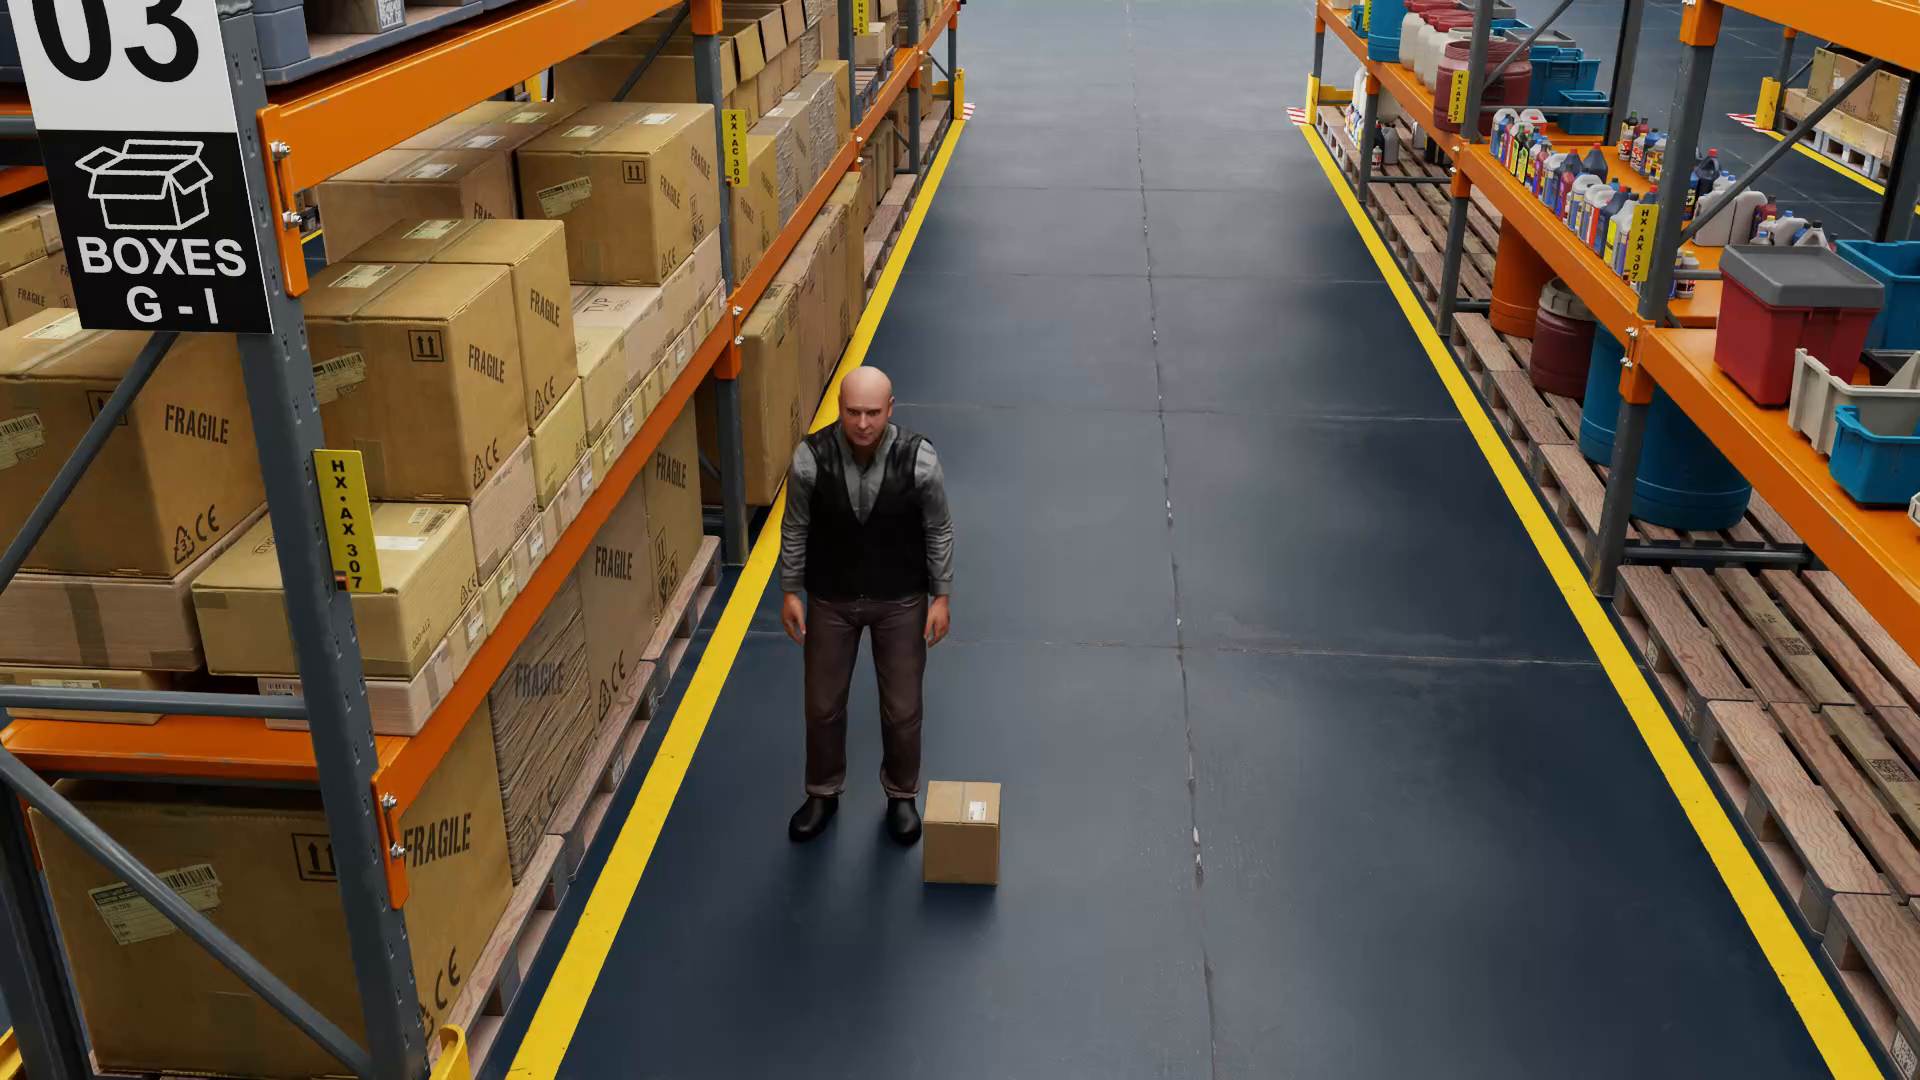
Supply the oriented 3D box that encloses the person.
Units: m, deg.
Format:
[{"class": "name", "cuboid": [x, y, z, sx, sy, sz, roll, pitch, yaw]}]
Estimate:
[{"class": "person", "cuboid": [-0.314, 0.207, 5.675, 0.589, 1.721, 0.410, 1, 24, 3]}]
